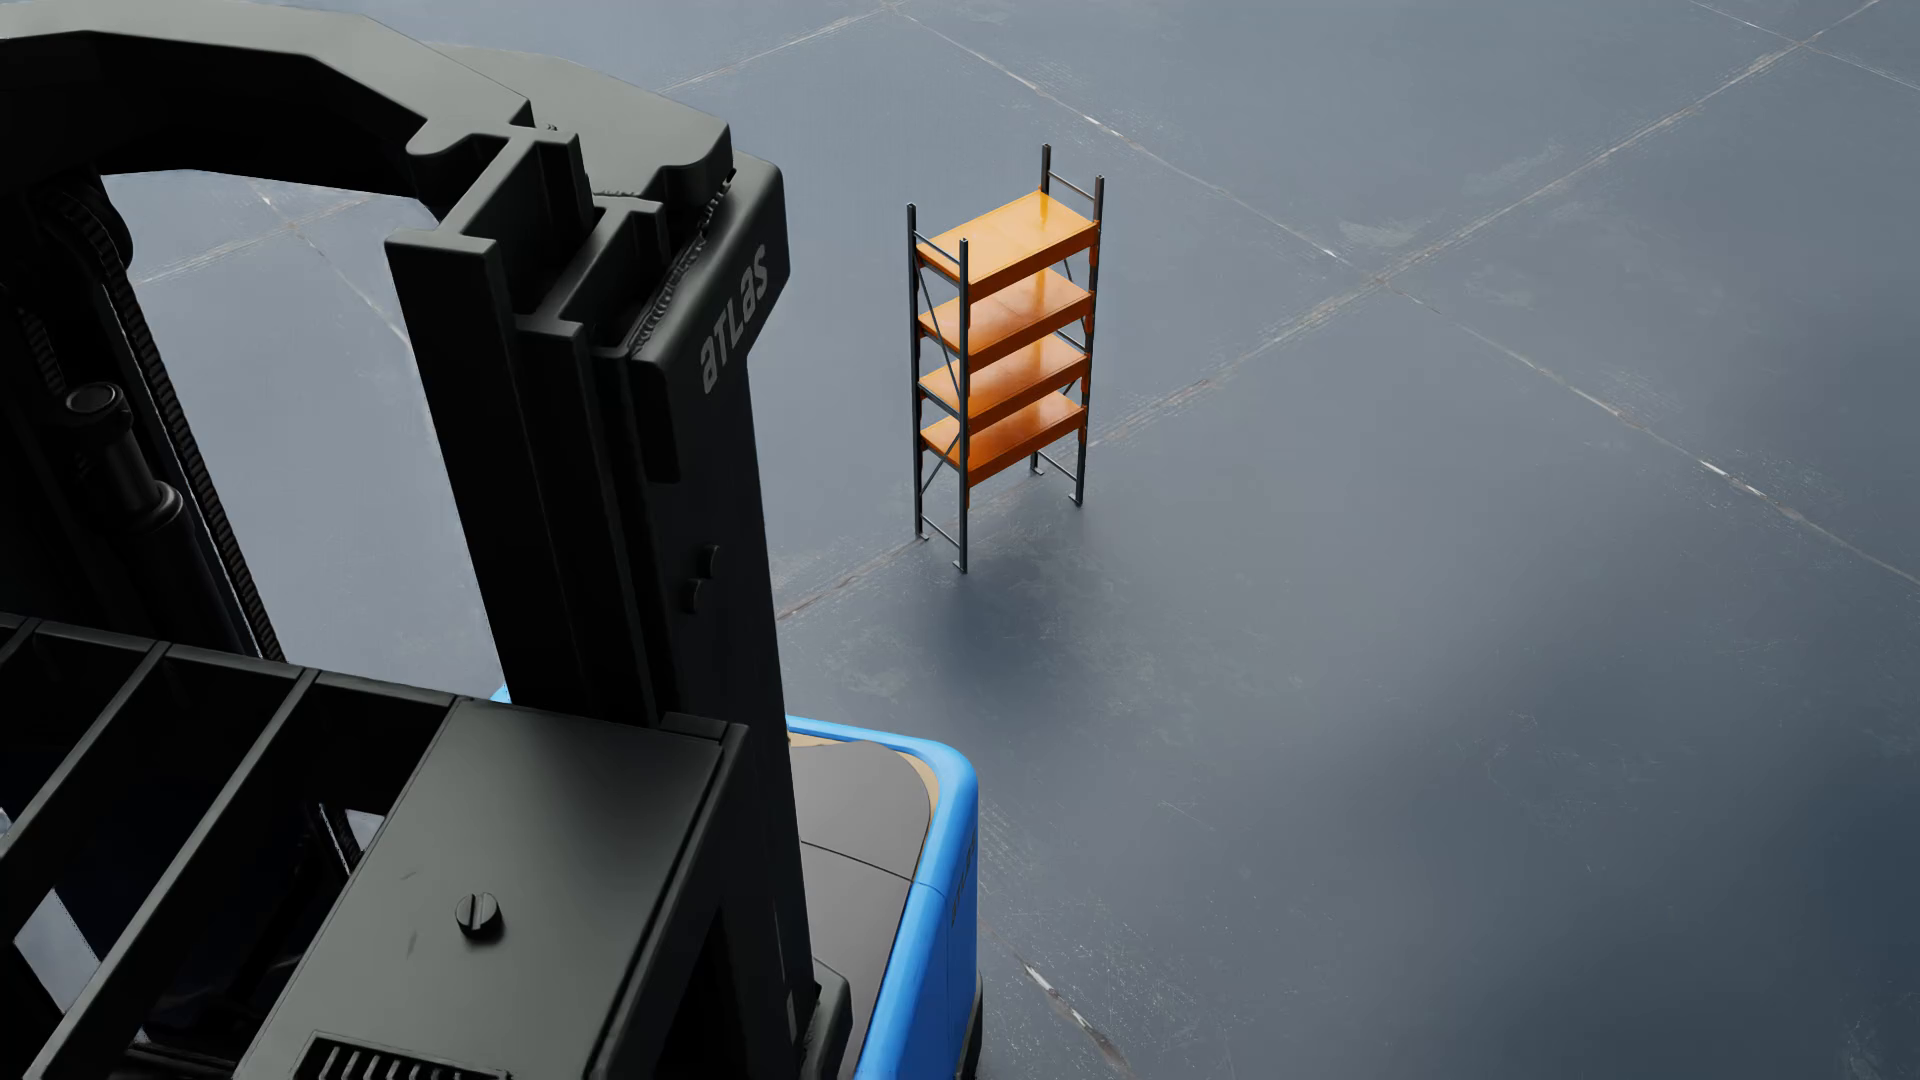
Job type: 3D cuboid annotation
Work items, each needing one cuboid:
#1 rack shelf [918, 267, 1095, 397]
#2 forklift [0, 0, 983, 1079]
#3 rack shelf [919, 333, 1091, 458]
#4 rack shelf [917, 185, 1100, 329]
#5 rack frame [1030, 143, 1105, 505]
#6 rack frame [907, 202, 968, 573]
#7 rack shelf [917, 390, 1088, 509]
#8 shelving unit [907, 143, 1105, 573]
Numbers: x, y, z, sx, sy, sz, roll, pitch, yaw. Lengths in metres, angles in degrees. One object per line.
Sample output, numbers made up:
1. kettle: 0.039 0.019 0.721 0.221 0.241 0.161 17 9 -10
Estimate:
1. rack shelf: 0.127 -0.624 4.810 0.480 0.148 0.258 -30 51 -28
2. forklift: -0.777 1.031 2.011 1.130 2.935 3.031 9 44 9
3. rack shelf: 0.127 -0.461 4.963 0.480 0.148 0.258 -30 51 -28
4. rack shelf: 0.127 -0.797 4.648 0.480 0.148 0.258 -30 51 -28
5. rack frame: 0.314 -0.617 5.031 0.015 1.200 0.240 -30 51 -28
6. rack frame: -0.060 -0.403 4.803 0.015 1.200 0.240 -30 51 -28
7. rack shelf: 0.127 -0.316 5.099 0.480 0.148 0.258 -30 51 -28
8. shelving unit: 0.127 -0.510 4.917 0.503 1.200 0.258 -30 51 -28
